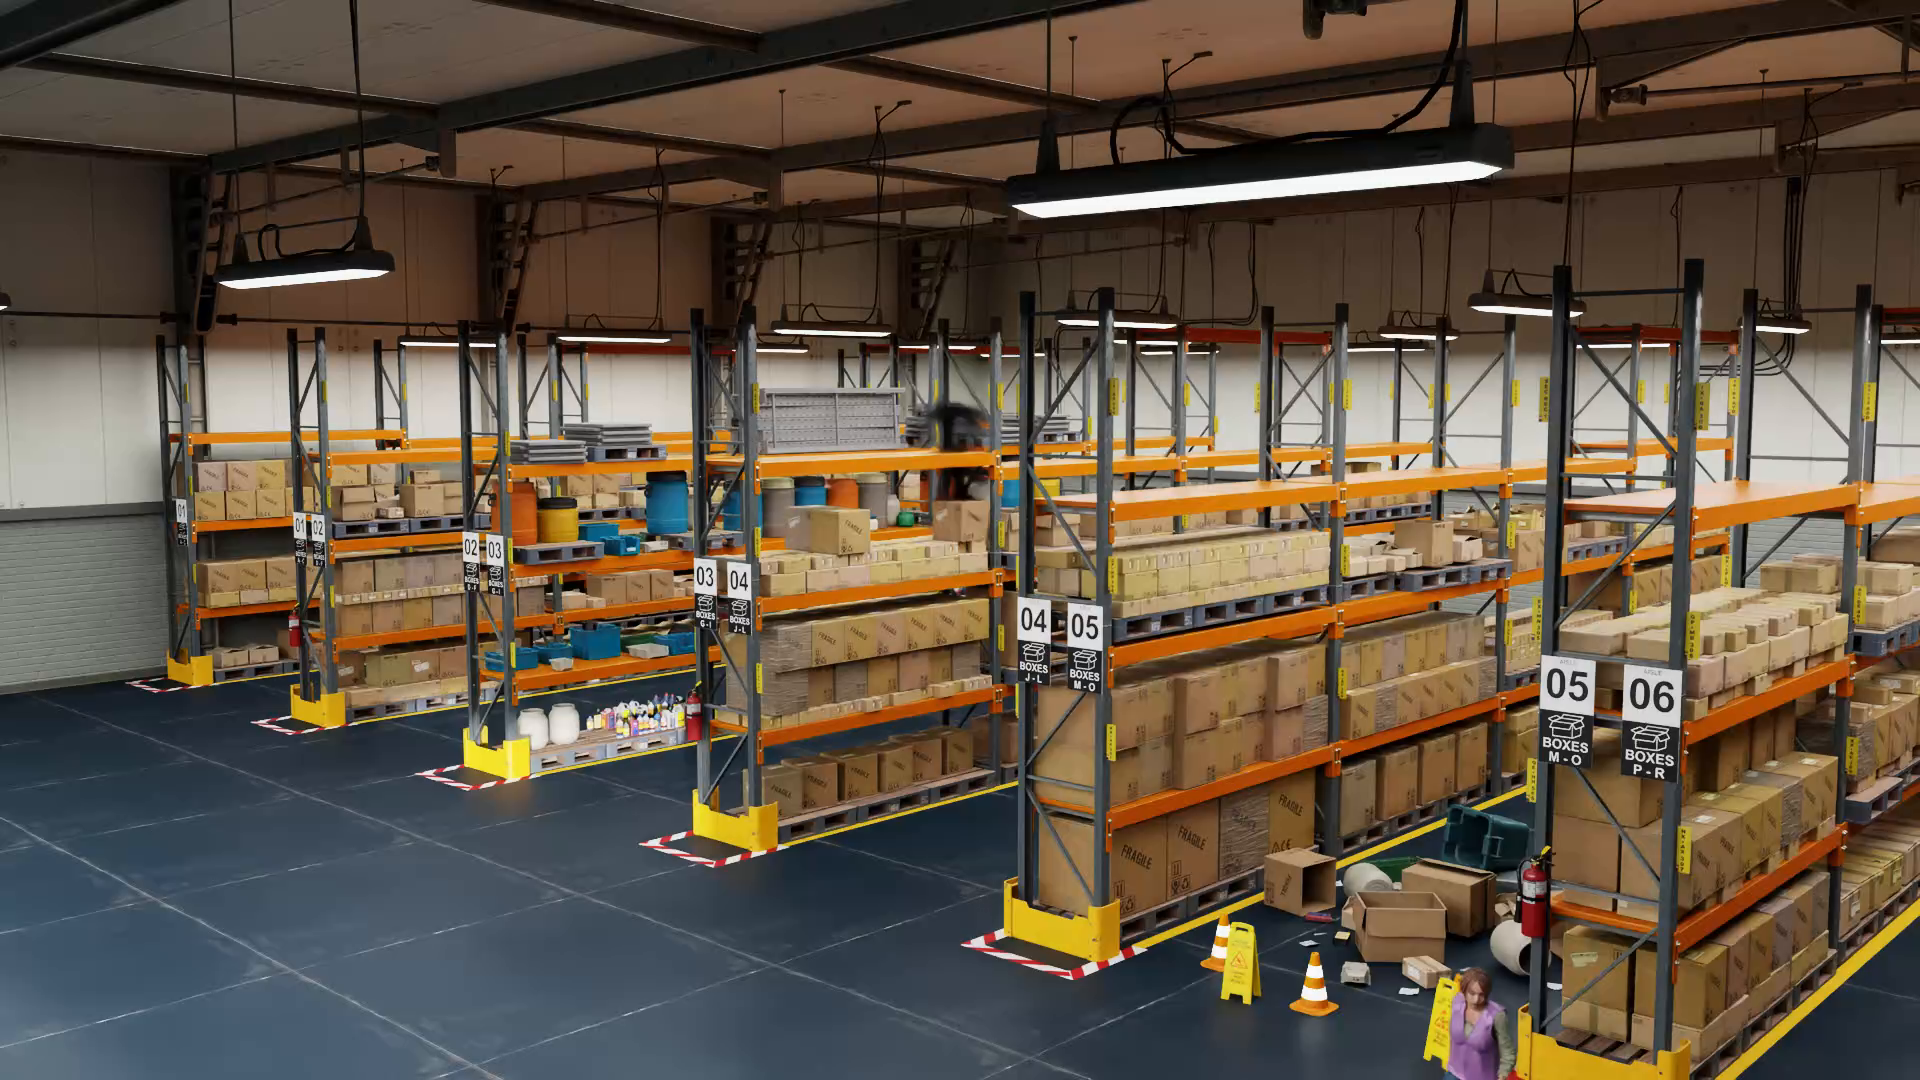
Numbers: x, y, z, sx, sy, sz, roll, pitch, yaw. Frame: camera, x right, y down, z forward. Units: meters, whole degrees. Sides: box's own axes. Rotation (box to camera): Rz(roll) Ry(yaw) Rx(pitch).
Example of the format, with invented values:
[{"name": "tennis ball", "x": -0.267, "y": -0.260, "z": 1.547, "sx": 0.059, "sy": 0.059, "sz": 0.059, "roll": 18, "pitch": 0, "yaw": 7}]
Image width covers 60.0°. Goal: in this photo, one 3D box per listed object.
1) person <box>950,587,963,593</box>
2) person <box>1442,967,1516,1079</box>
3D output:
[{"name": "person", "x": 0.038, "y": 1.345, "z": 32.008, "sx": 0.606, "sy": 1.702, "sz": 0.718, "roll": 4, "pitch": 7, "yaw": 39}, {"name": "person", "x": 3.272, "y": 3.412, "z": 10.496, "sx": 0.509, "sy": 1.527, "sz": 0.742, "roll": 4, "pitch": 6, "yaw": 34}]
